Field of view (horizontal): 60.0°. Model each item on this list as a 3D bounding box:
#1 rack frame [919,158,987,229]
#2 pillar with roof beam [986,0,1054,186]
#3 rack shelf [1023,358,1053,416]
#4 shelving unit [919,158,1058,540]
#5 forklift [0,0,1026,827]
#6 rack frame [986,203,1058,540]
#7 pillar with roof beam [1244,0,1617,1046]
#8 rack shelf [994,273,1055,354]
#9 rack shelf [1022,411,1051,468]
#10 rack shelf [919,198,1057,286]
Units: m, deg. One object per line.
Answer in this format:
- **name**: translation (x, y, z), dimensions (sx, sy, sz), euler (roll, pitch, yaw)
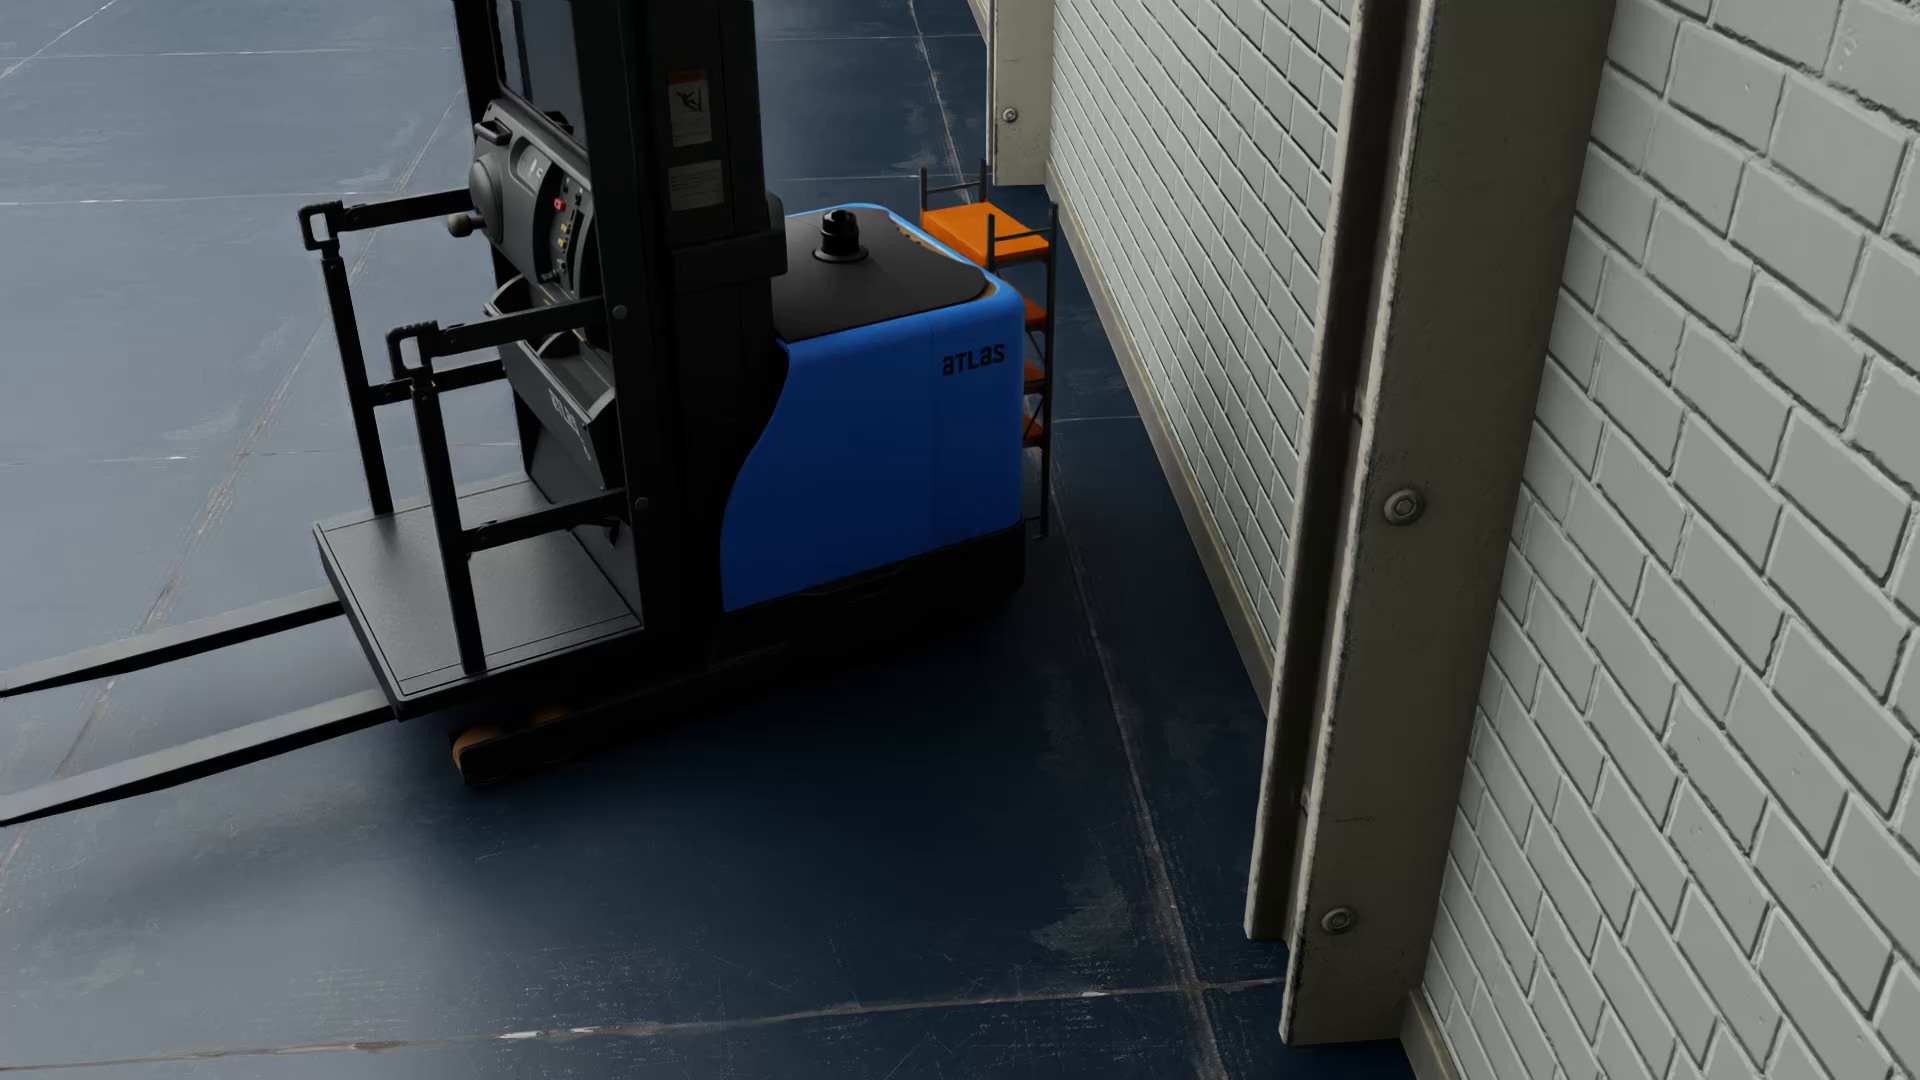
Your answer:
- **rack frame**: translation (-0.023, -0.727, 5.797), dimensions (0.240, 1.200, 0.015), euler (-14, 34, -22)
- **pillar with roof beam**: translation (-3.968, -5.670, 6.467), dimensions (9.100, 9.000, 0.400), euler (-3, 31, -5)
- **rack shelf**: translation (0.085, -0.557, 5.644), dimensions (0.258, 0.148, 0.480), euler (-14, 34, -22)
- **shelving unit**: translation (0.085, -0.615, 5.609), dimensions (0.258, 1.200, 0.503), euler (-14, 34, -22)
- **forklift**: translation (-1.325, -0.889, 4.381), dimensions (3.031, 2.935, 1.130), euler (-17, 35, -26)
- **rack frame**: translation (0.193, -0.503, 5.421), dimensions (0.240, 1.200, 0.015), euler (-14, 34, -22)
- **pillar with roof beam**: translation (-3.408, -2.607, 1.339), dimensions (9.100, 9.000, 0.400), euler (-3, 31, -5)
- **rack shelf**: translation (0.085, -0.749, 5.529), dimensions (0.258, 0.148, 0.480), euler (-14, 34, -22)
- **rack shelf**: translation (0.085, -0.387, 5.746), dimensions (0.258, 0.148, 0.480), euler (-14, 34, -22)
- **rack shelf**: translation (0.085, -0.952, 5.408), dimensions (0.258, 0.148, 0.480), euler (-14, 34, -22)
